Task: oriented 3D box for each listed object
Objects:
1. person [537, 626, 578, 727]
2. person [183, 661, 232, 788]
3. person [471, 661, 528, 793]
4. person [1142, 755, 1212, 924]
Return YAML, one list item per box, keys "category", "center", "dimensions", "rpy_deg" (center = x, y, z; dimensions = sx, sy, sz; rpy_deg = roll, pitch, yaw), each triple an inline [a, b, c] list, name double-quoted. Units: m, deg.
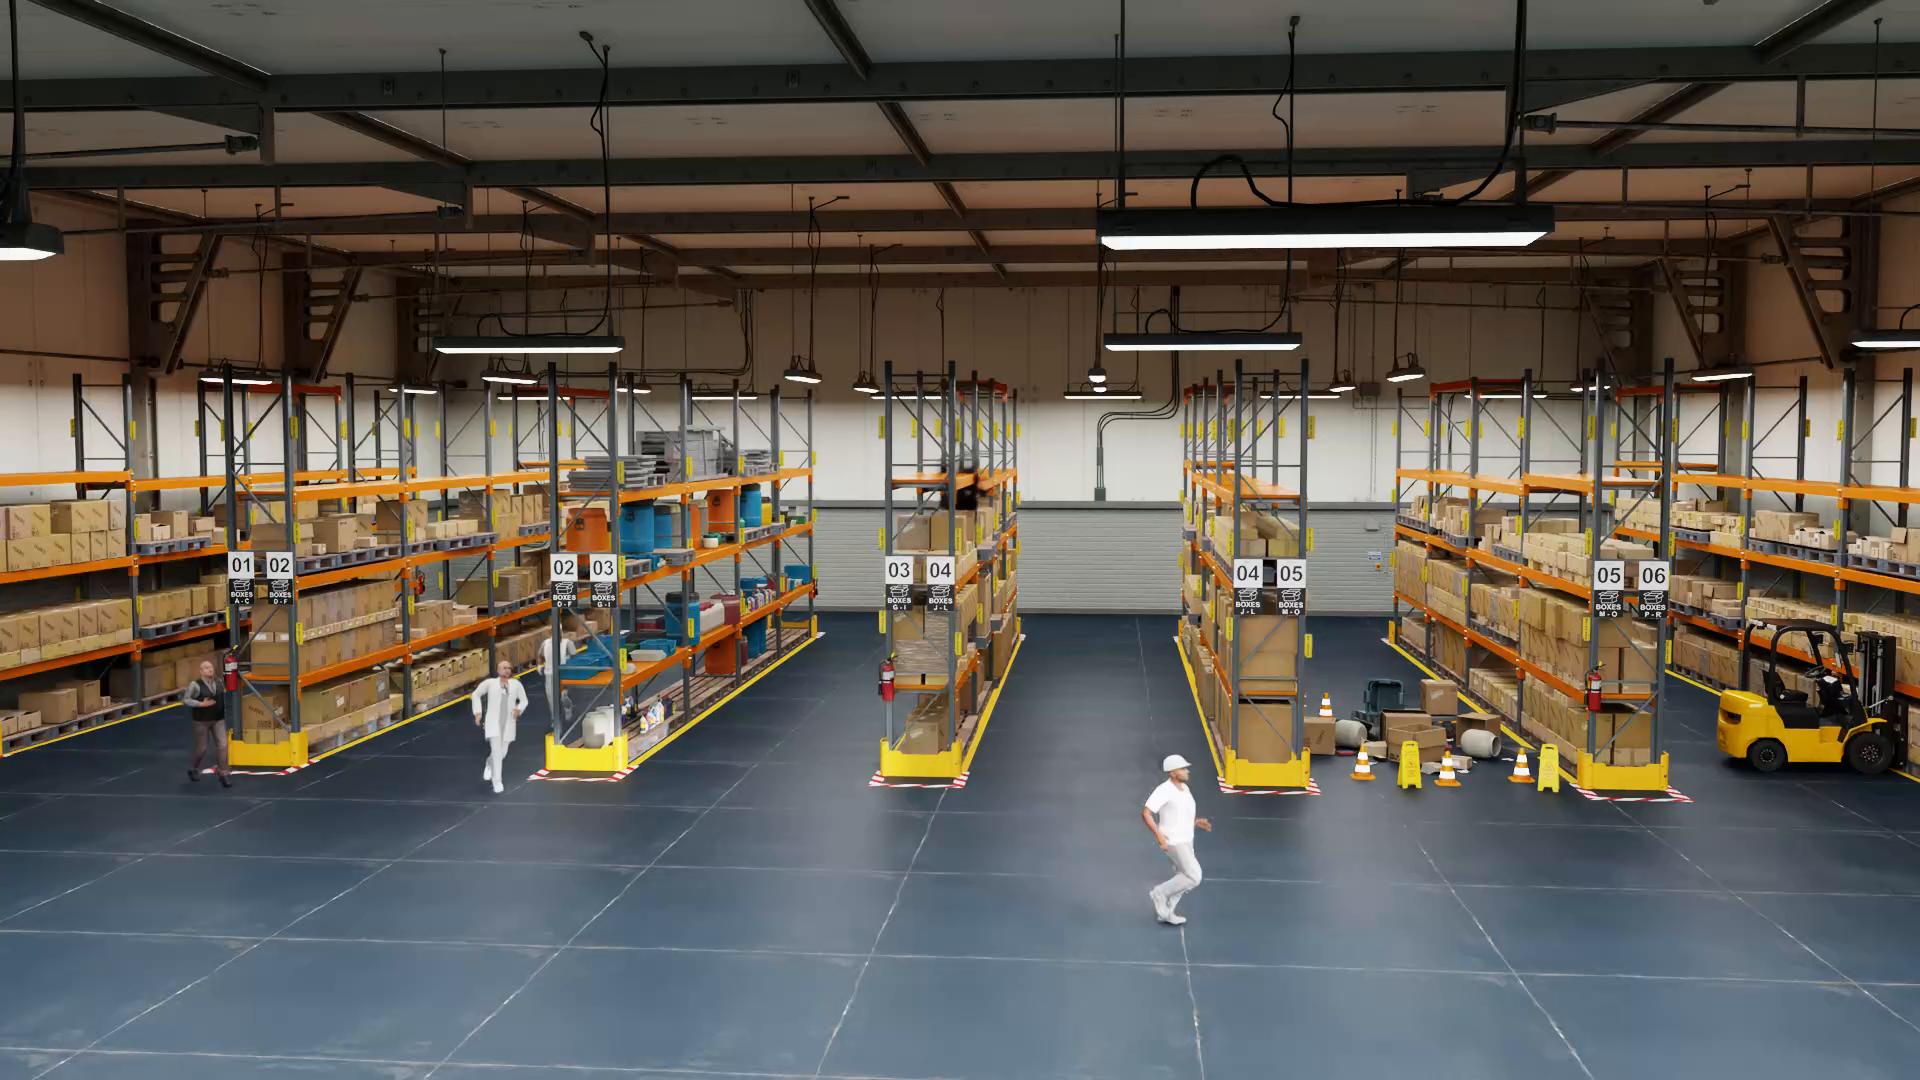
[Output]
- category: "person"
  center: [-6.832, 2.275, 28.189]
  dimensions: [0.703, 1.745, 0.596]
  rpy_deg: [0, 4, 4]
- category: "person"
  center: [-10.591, 2.584, 23.424]
  dimensions: [0.848, 1.748, 0.663]
  rpy_deg: [3, 5, 42]
- category: "person"
  center: [-6.430, 2.595, 23.372]
  dimensions: [0.748, 1.766, 0.856]
  rpy_deg: [-2, 4, -29]
- category: "person"
  center: [2.226, 3.032, 16.790]
  dimensions: [0.583, 1.720, 0.695]
  rpy_deg: [2, 4, 29]
